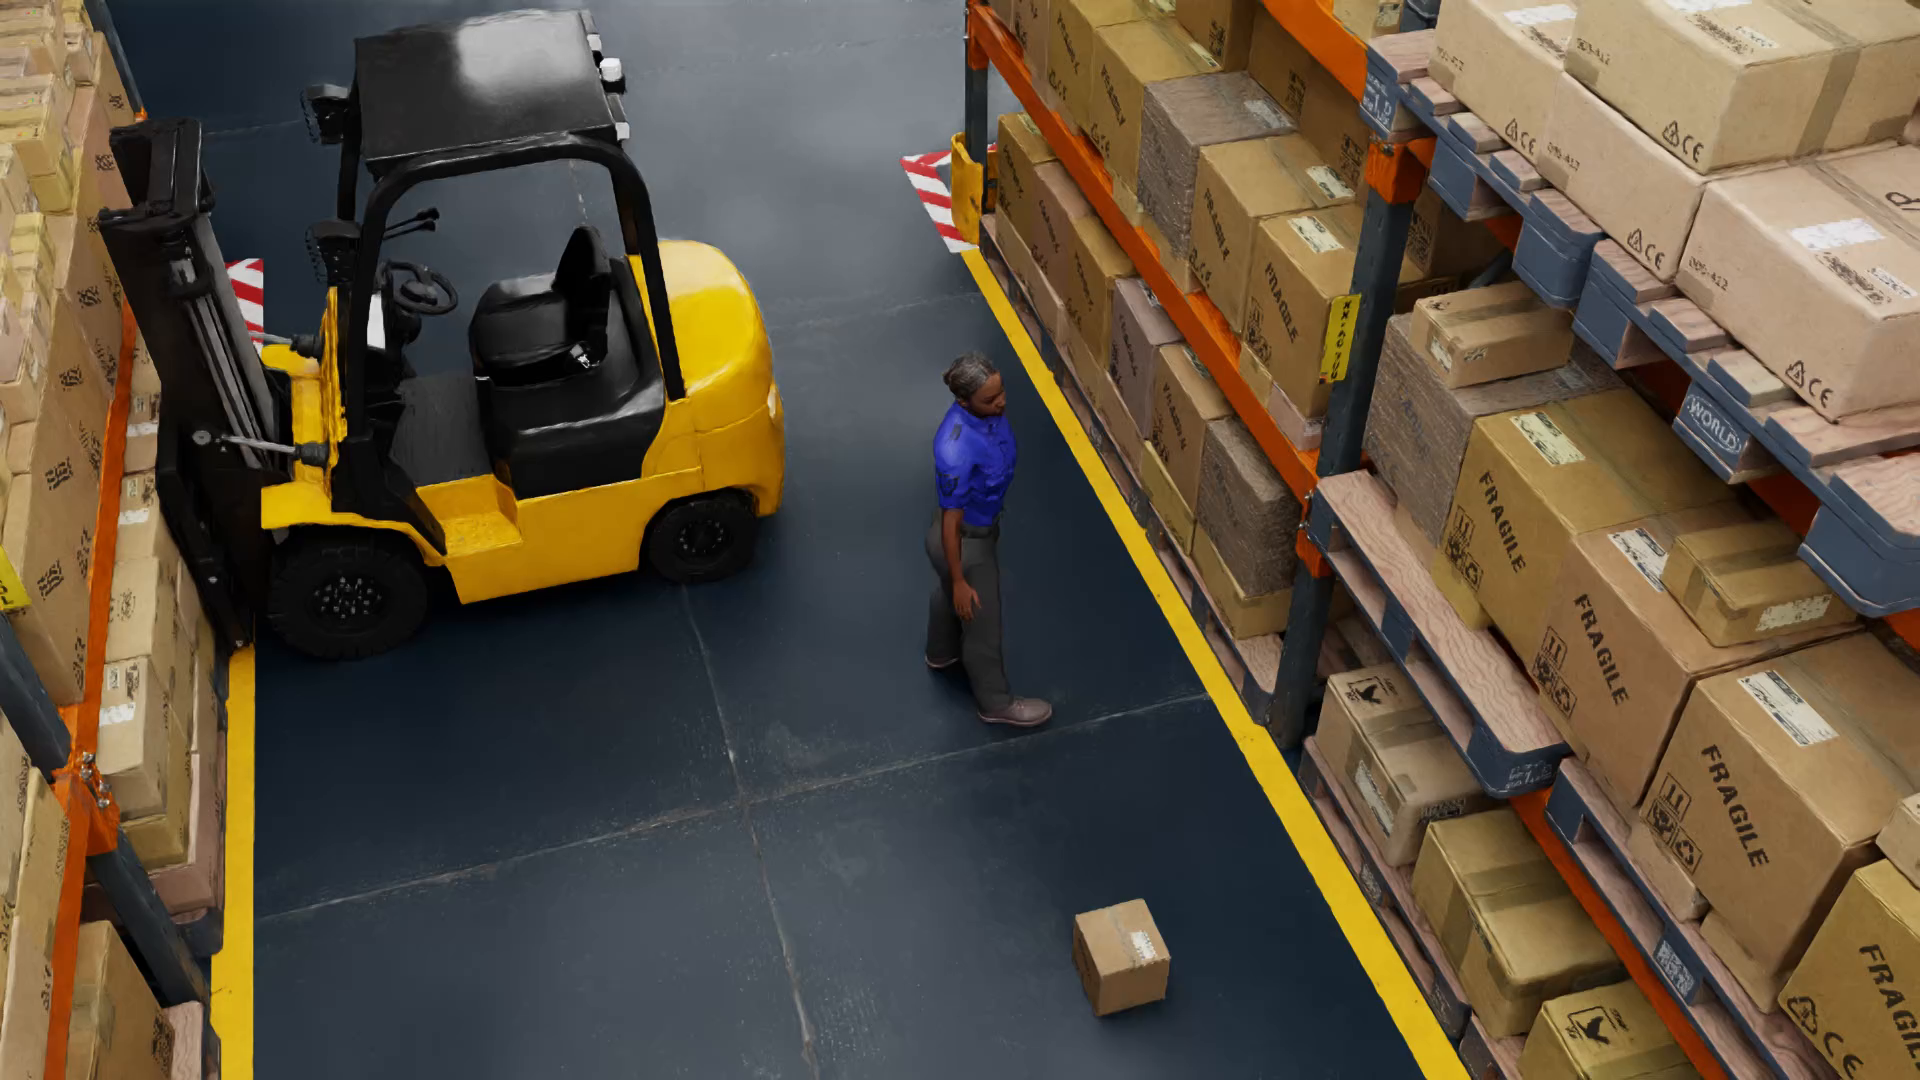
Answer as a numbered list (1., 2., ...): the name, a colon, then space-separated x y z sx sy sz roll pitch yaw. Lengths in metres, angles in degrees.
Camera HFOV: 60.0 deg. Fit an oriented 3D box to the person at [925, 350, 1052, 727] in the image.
1. person: 0.105 0.008 6.124 0.562 1.656 0.629 8 43 9
